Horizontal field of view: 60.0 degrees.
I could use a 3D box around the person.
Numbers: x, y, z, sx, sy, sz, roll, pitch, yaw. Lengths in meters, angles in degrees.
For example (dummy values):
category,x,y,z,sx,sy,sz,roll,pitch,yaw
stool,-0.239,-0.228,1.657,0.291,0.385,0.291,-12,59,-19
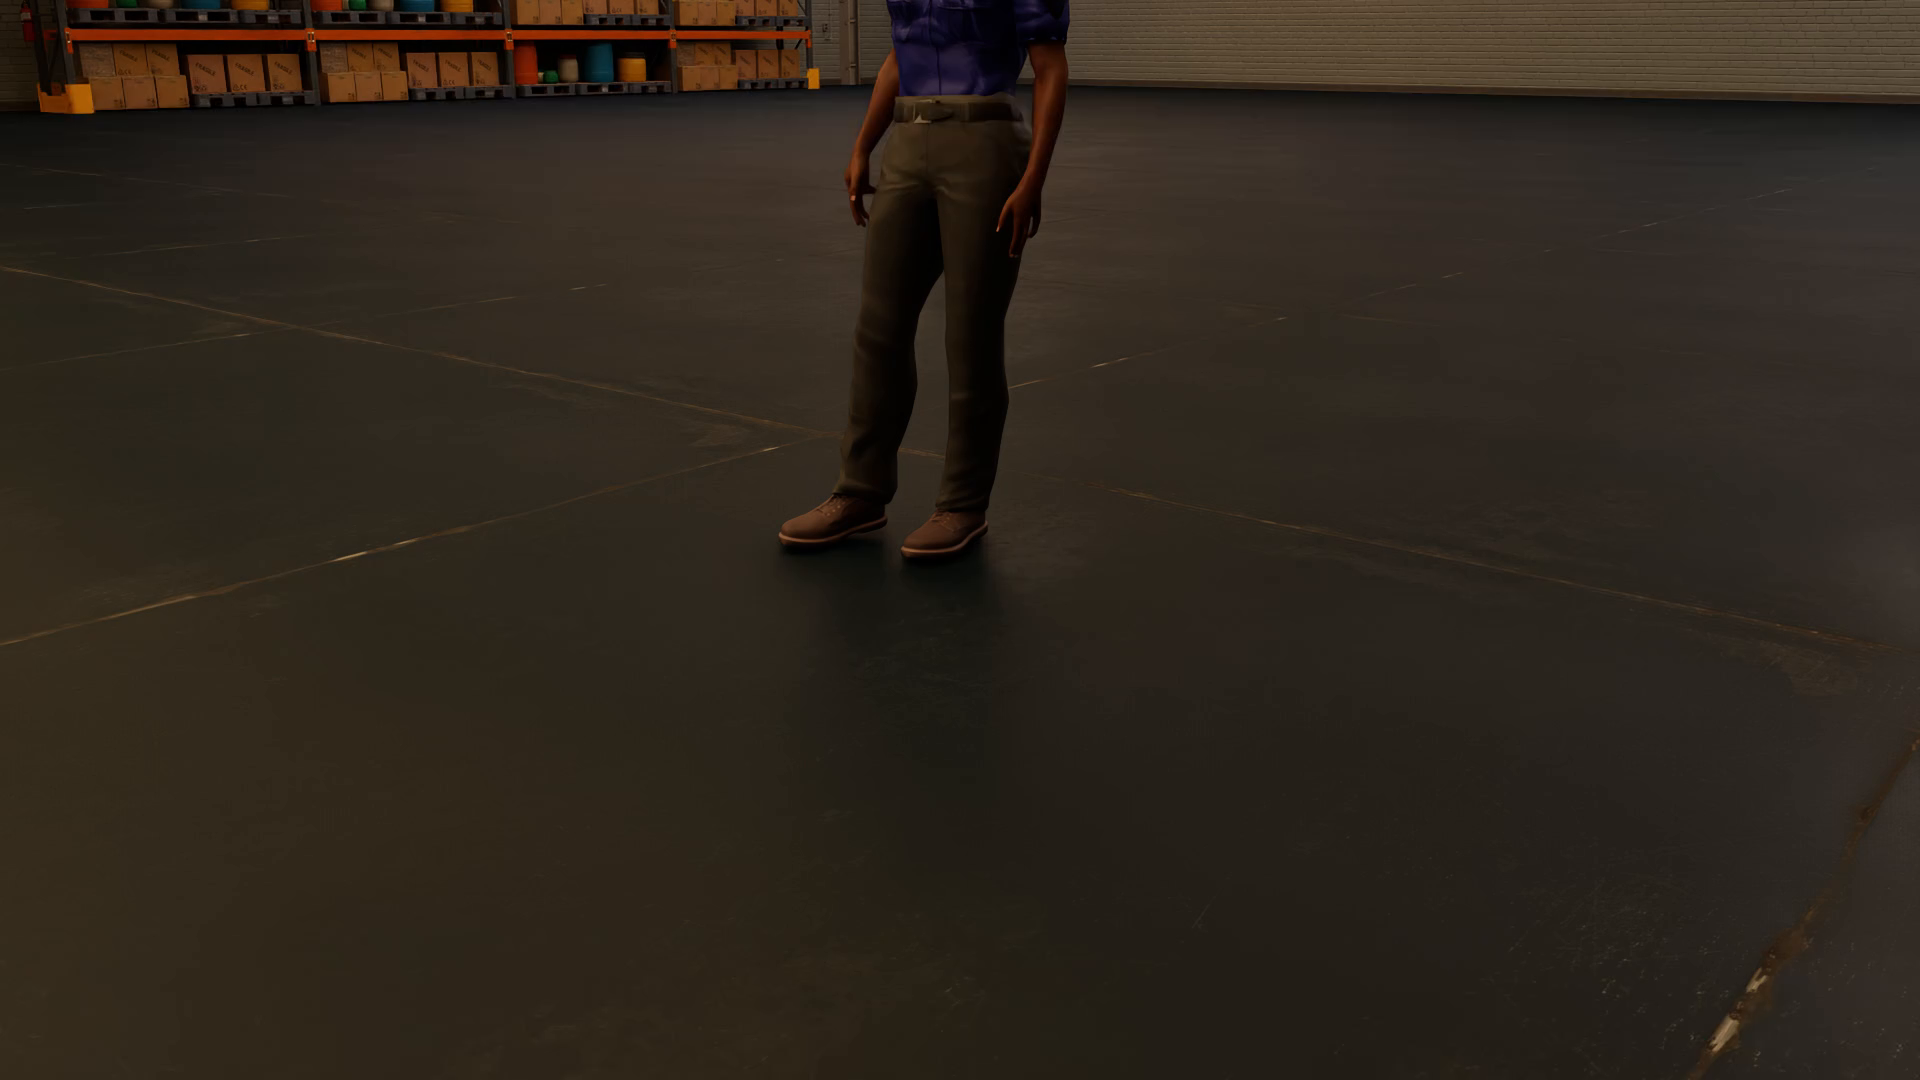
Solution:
category,x,y,z,sx,sy,sz,roll,pitch,yaw
person,-0.071,-0.783,3.647,0.569,1.656,0.503,13,21,37
